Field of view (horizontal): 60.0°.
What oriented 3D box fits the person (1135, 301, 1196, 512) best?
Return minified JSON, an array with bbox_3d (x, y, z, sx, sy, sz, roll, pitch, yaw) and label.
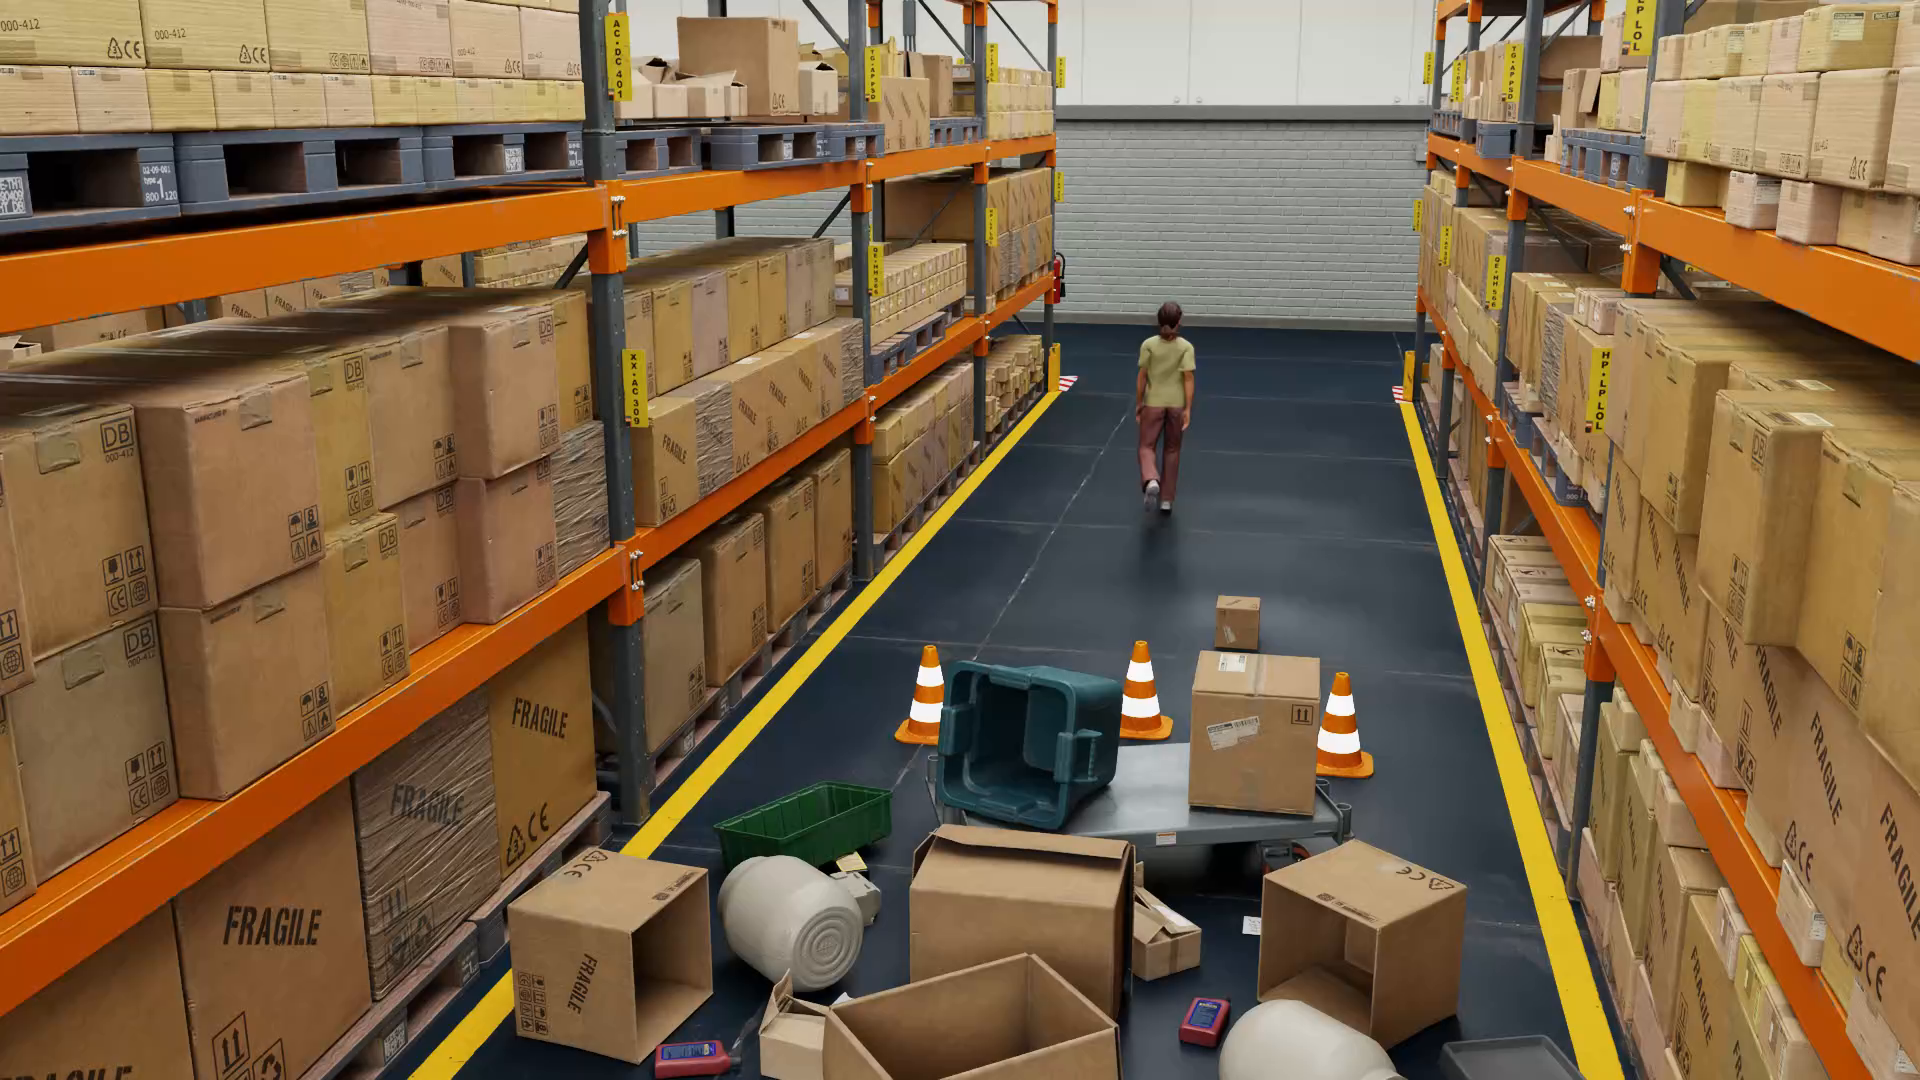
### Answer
[{"bbox_3d":[1.576,-1.009,12.797,0.446,1.645,0.784,1,15,4],"label":"person"}]
